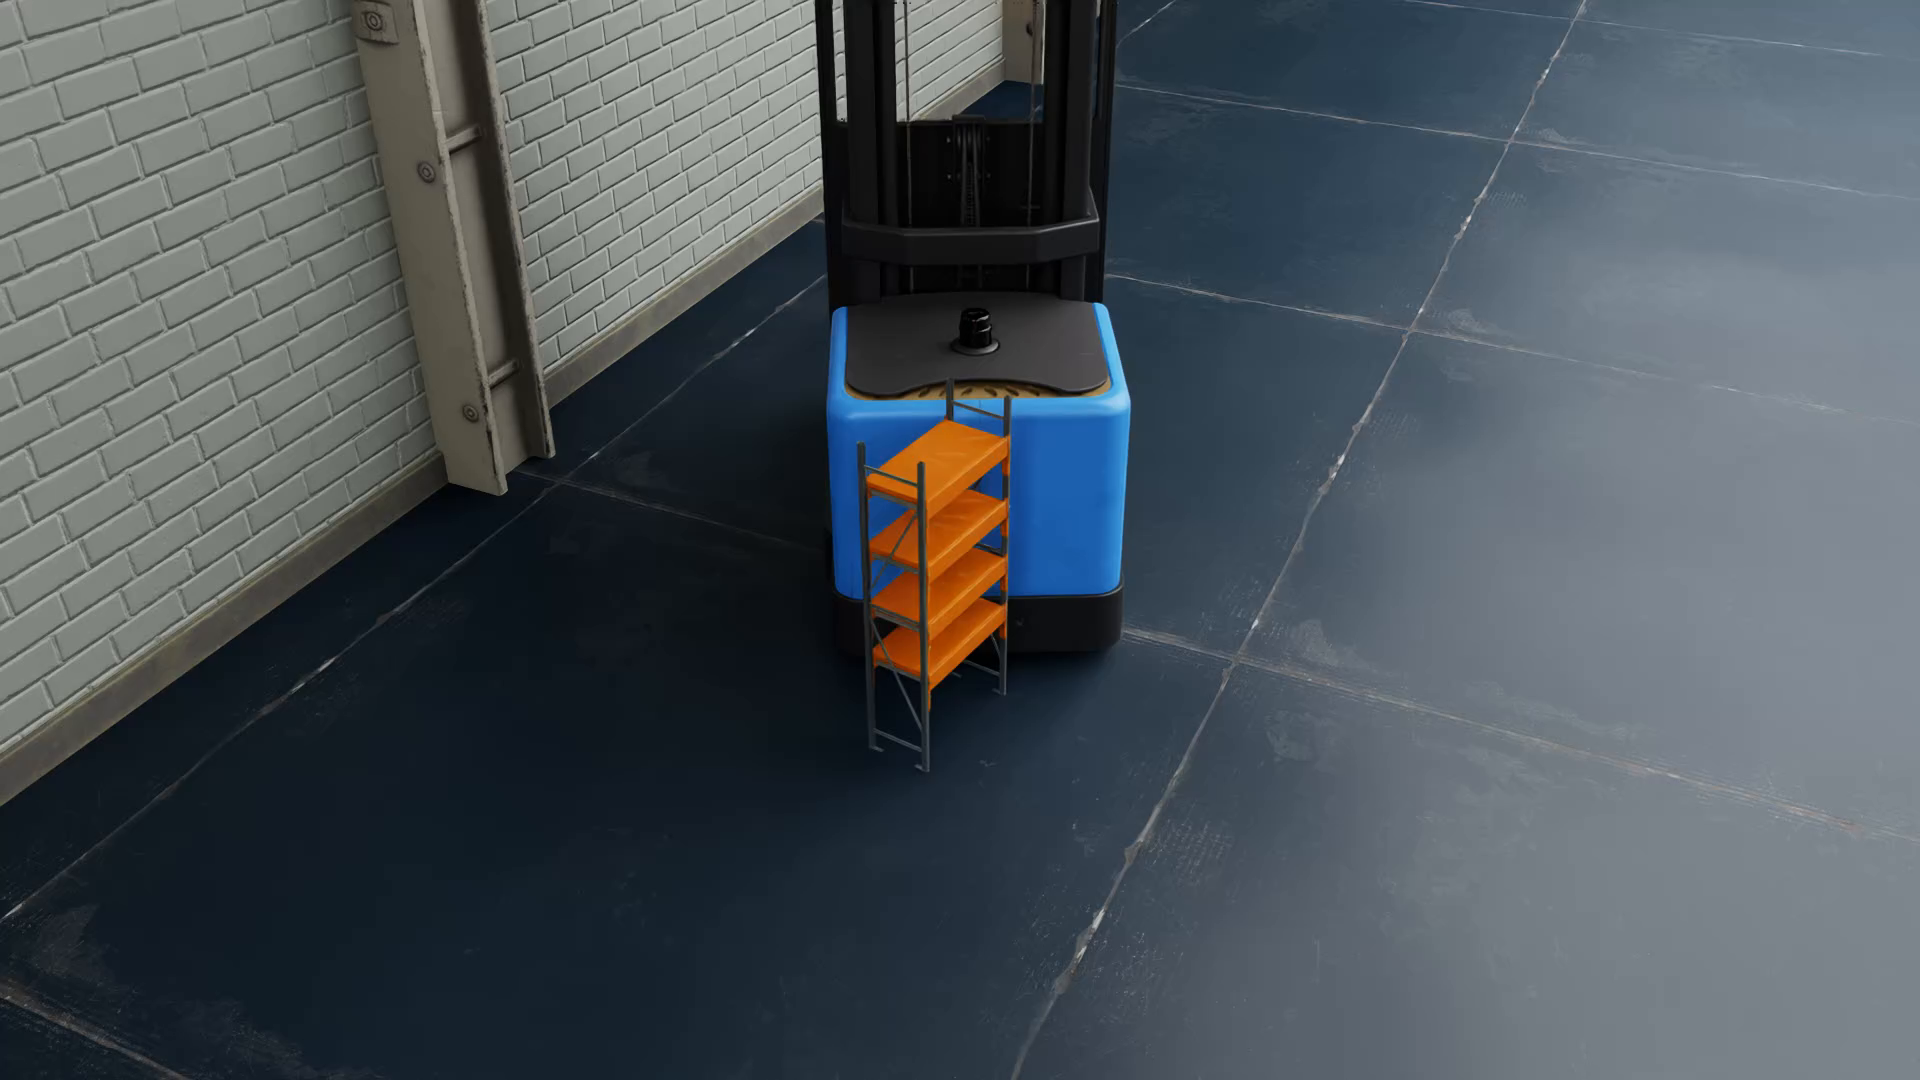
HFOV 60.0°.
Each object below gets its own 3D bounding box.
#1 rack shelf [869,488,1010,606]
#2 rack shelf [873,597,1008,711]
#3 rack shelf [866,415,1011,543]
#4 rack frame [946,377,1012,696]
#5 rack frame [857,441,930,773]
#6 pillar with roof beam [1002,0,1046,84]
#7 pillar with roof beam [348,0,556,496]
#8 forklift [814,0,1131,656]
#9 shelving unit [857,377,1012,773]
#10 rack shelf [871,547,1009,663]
[{"bbox_3d":[-0.073,-0.003,5.374,0.258,0.148,0.480,20,38,27],"label":"rack shelf"},{"bbox_3d":[-0.073,0.350,5.606,0.258,0.148,0.480,20,38,27],"label":"rack shelf"},{"bbox_3d":[-0.074,-0.200,5.244,0.258,0.148,0.480,20,38,27],"label":"rack shelf"},{"bbox_3d":[0.059,0.015,5.631,0.240,1.200,0.015,20,38,27],"label":"rack frame"},{"bbox_3d":[-0.206,0.240,5.289,0.240,1.200,0.015,20,38,27],"label":"rack frame"},{"bbox_3d":[4.419,-6.084,7.822,9.100,9.000,0.400,14,36,20],"label":"pillar with roof beam"},{"bbox_3d":[1.909,-3.096,3.264,9.100,9.000,0.400,14,36,20],"label":"pillar with roof beam"},{"bbox_3d":[0.013,-1.587,6.497,1.130,2.935,3.031,-1,33,-2],"label":"forklift"},{"bbox_3d":[-0.073,0.128,5.460,0.258,1.200,0.503,20,38,27],"label":"shelving unit"},{"bbox_3d":[-0.073,0.184,5.497,0.258,0.148,0.480,20,38,27],"label":"rack shelf"}]
